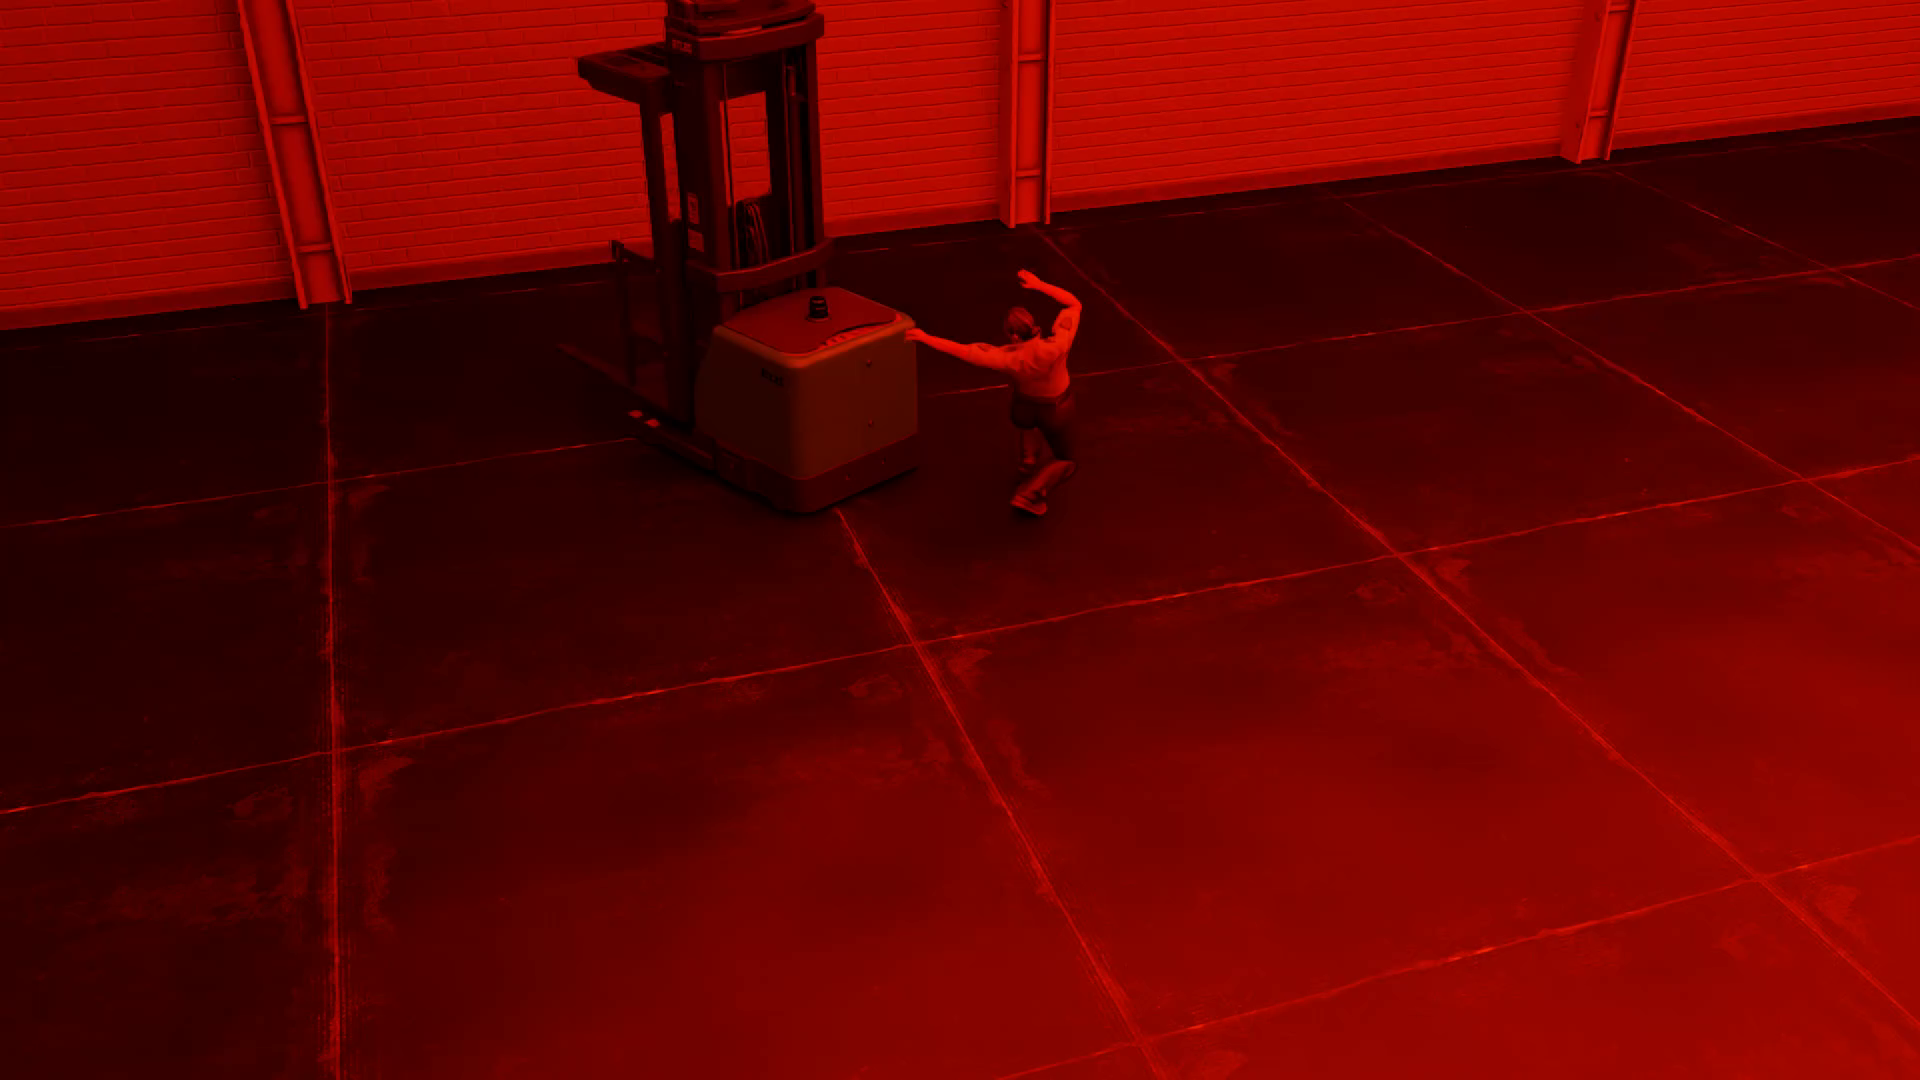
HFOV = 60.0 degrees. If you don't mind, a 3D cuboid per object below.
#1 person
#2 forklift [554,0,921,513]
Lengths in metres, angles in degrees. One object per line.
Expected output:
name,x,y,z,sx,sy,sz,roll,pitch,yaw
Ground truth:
person,0.250,-0.958,10.250,1.021,1.509,0.815,11,32,18
forklift,-1.645,-2.071,10.686,1.130,2.935,3.031,-26,39,-37
